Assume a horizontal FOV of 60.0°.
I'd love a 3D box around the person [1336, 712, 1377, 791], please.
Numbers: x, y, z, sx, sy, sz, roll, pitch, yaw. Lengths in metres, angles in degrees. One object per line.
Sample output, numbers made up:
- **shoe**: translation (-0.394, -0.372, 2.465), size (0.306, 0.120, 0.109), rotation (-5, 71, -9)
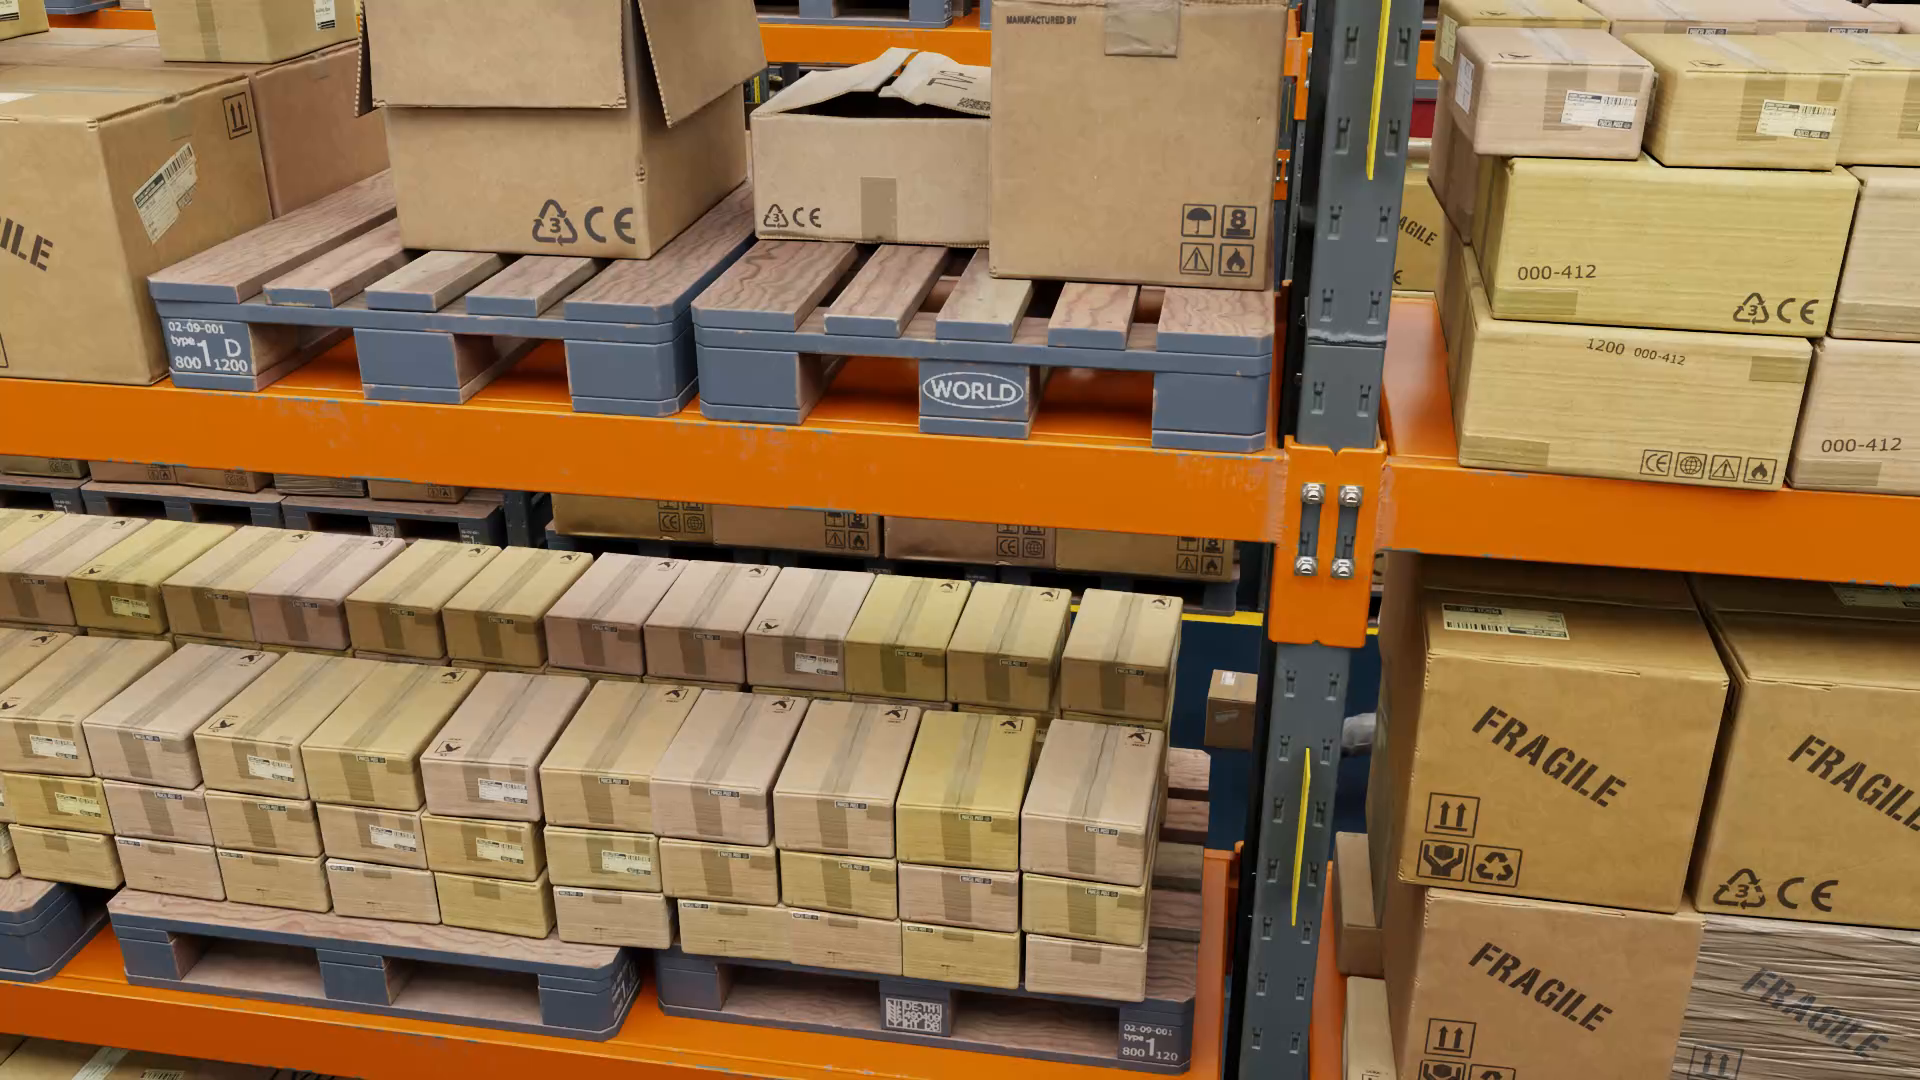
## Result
- **person**: translation (1.766, 0.309, 6.393), size (0.866, 1.743, 0.552), rotation (12, 27, 24)
